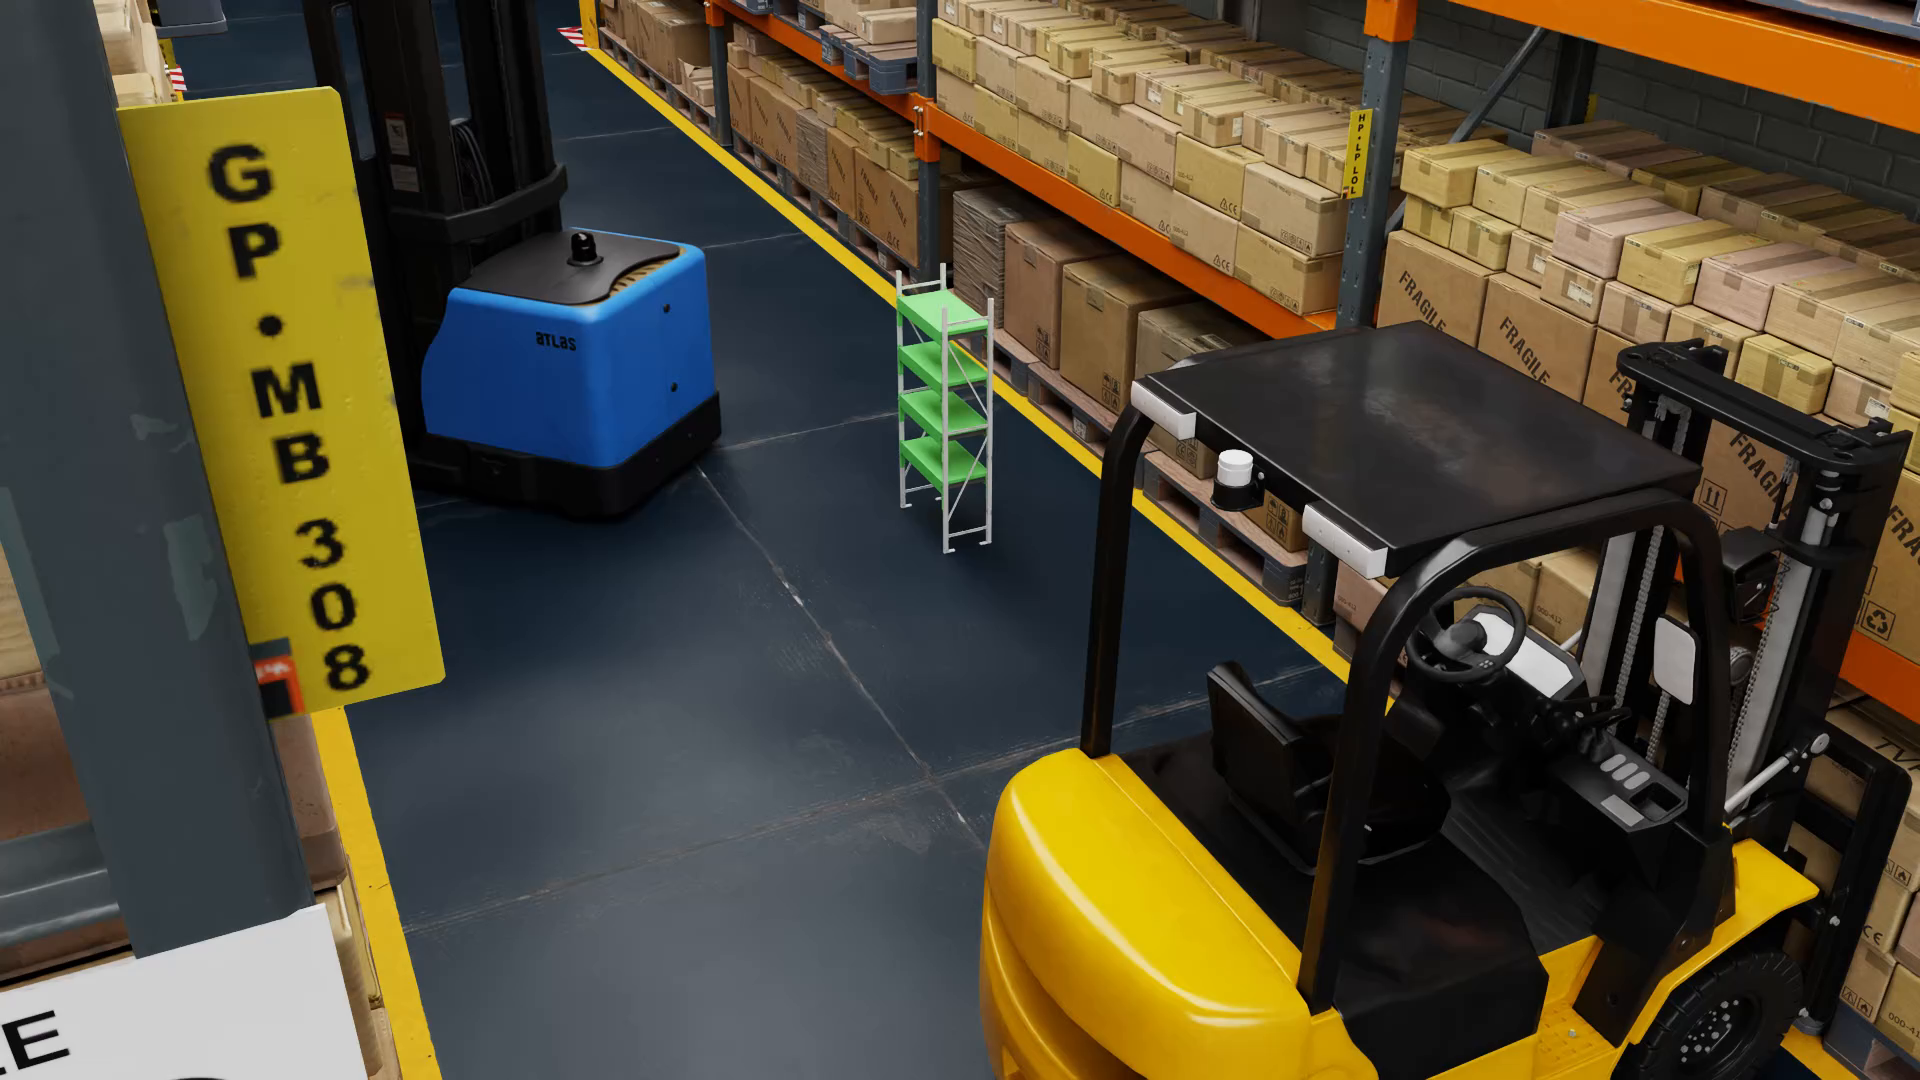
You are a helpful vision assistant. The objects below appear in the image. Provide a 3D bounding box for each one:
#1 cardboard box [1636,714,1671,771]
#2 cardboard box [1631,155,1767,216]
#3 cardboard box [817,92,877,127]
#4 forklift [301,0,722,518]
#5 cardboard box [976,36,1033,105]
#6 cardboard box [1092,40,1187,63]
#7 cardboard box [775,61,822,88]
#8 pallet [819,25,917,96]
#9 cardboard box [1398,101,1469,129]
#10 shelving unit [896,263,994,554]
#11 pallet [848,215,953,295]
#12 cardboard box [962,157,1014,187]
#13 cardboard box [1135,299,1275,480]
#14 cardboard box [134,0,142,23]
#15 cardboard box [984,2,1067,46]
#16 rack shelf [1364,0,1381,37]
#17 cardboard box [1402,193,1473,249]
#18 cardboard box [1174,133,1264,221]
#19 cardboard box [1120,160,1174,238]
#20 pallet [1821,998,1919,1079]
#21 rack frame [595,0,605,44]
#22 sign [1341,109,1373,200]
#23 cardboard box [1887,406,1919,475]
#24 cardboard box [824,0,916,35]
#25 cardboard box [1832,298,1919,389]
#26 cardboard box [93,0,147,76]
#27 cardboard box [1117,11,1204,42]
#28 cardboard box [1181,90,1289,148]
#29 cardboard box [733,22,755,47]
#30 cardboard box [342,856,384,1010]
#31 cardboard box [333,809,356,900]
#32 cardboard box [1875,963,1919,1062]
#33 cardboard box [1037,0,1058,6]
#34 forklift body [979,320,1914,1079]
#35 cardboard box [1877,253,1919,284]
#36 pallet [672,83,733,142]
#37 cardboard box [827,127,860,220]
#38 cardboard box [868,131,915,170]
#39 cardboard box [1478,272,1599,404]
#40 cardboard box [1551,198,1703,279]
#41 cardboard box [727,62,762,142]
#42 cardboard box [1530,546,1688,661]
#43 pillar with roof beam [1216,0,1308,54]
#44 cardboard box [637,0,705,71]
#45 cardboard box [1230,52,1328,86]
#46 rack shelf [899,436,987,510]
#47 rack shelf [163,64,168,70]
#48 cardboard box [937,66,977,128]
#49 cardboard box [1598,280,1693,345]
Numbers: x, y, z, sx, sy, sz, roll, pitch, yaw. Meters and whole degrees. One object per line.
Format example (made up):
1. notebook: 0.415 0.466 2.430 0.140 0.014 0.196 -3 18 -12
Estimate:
1. cardboard box: 2.513 0.684 5.333 0.500 0.250 0.500 -13 32 -22
2. cardboard box: 2.551 -1.207 5.766 0.380 0.149 0.250 -13 32 -22
3. cardboard box: -0.757 -2.961 11.427 0.380 0.149 0.250 -15 32 -24
4. forklift: -2.795 -1.843 8.039 3.031 2.935 1.130 12 31 20
5. cardboard box: 0.412 -2.513 8.807 0.500 0.250 0.500 -12 31 -20
6. cardboard box: 0.861 -2.290 8.002 0.380 0.149 0.250 -13 32 -22
7. cardboard box: -1.137 -3.422 12.249 0.380 0.149 0.250 -14 32 -23
8. pallet: -0.127 -3.030 10.283 1.213 0.211 1.003 -13 32 -22
9. cardboard box: 1.920 -1.718 6.982 0.380 0.149 0.250 -14 32 -24
10. shelving unit: -0.071 -0.596 7.587 0.258 1.200 0.503 -13 32 -22
11. pallet: -0.059 -1.950 11.012 1.003 0.211 1.213 -13 32 -22
12. cardboard box: 0.300 -2.167 10.674 0.500 0.500 0.500 -12 31 -20
13. cardboard box: 1.385 -0.782 8.076 0.875 0.625 0.625 -13 32 -22
14. cardboard box: -1.680 -0.801 2.894 0.500 0.250 0.500 -14 32 -23
15. cardboard box: 0.348 -2.727 8.781 0.380 0.149 0.250 -12 32 -21
16. rack shelf: 1.086 -2.940 7.595 1.077 0.370 4.000 -13 32 -22
17. cardboard box: 1.844 -1.193 6.044 0.380 0.149 0.250 -14 32 -23
18. cardboard box: 1.276 -1.604 7.185 0.500 0.250 0.500 -14 32 -23
19. cardboard box: 1.086 -1.611 7.709 0.500 0.250 0.500 -13 32 -22
20. pallet: 3.296 1.592 4.695 1.003 0.211 1.213 -13 32 -22
21. rack frame: -3.207 -6.363 16.030 1.000 3.000 0.127 -13 32 -22
22. sign: 1.459 -1.414 6.102 0.100 0.325 0.005 -13 32 -22
23. cardboard box: 2.688 -0.277 4.412 0.380 0.149 0.250 -13 32 -22
24. cardboard box: -0.517 -3.345 10.372 0.500 0.250 0.500 -15 32 -24
25. cardboard box: 2.654 -0.542 4.580 0.380 0.149 0.250 -13 32 -21
26. cardboard box: -1.233 -0.577 2.088 0.380 0.149 0.250 -12 32 -21
27. cardboard box: 1.030 -2.609 8.571 0.380 0.149 0.250 -13 32 -22
28. cardboard box: 1.181 -1.811 7.146 0.380 0.149 0.250 -14 32 -24
29. cardboard box: -1.521 -3.900 12.797 0.380 0.149 0.250 -14 32 -23
30. cardboard box: -1.217 0.855 2.752 0.500 0.500 0.500 -14 32 -23
31. cardboard box: -1.820 1.100 4.336 0.500 0.500 0.500 -12 32 -21
32. cardboard box: 2.970 1.358 4.643 0.500 0.250 0.500 -13 32 -22
33. cardboard box: 0.550 -3.054 9.365 0.380 0.149 0.250 -12 31 -20
34. forklift body: 1.200 0.621 4.444 2.313 2.155 1.214 -13 32 -22
35. cardboard box: 2.956 -0.750 4.951 0.380 0.149 0.250 -12 31 -21
36. pallet: -1.783 -3.683 14.103 1.003 0.211 1.213 -13 32 -22
37. cardboard box: -0.580 -2.517 11.299 0.500 0.500 0.500 -12 31 -20
38. cardboard box: -0.358 -2.484 10.576 0.380 0.149 0.250 -15 33 -25
39. cardboard box: 2.138 -0.628 5.701 0.500 0.500 0.500 -13 32 -21
40. cardboard box: 2.143 -0.973 5.348 0.380 0.149 0.250 -12 32 -21
41. cardboard box: -1.485 -3.428 12.922 0.500 0.500 0.500 -12 31 -20
42. cardboard box: 2.304 0.243 5.609 0.500 0.250 0.500 -12 31 -20
43. pillar with roof beam: -2.287 -4.155 5.959 9.100 9.000 0.400 -13 32 -22
44. cardboard box: -2.561 -4.525 14.880 0.500 0.500 0.500 -12 32 -21
45. cardboard box: 1.488 -2.163 7.775 0.380 0.149 0.250 -13 32 -22
46. rack shelf: -0.071 -0.331 7.736 0.258 0.148 0.480 -13 32 -22
47. rack shelf: -3.395 -1.896 5.733 1.077 0.370 4.000 -13 32 -22
48. cardboard box: 0.198 -2.516 9.324 0.500 0.250 0.500 -13 32 -22
49. cardboard box: 2.244 -0.728 5.217 0.380 0.149 0.250 -13 32 -22
